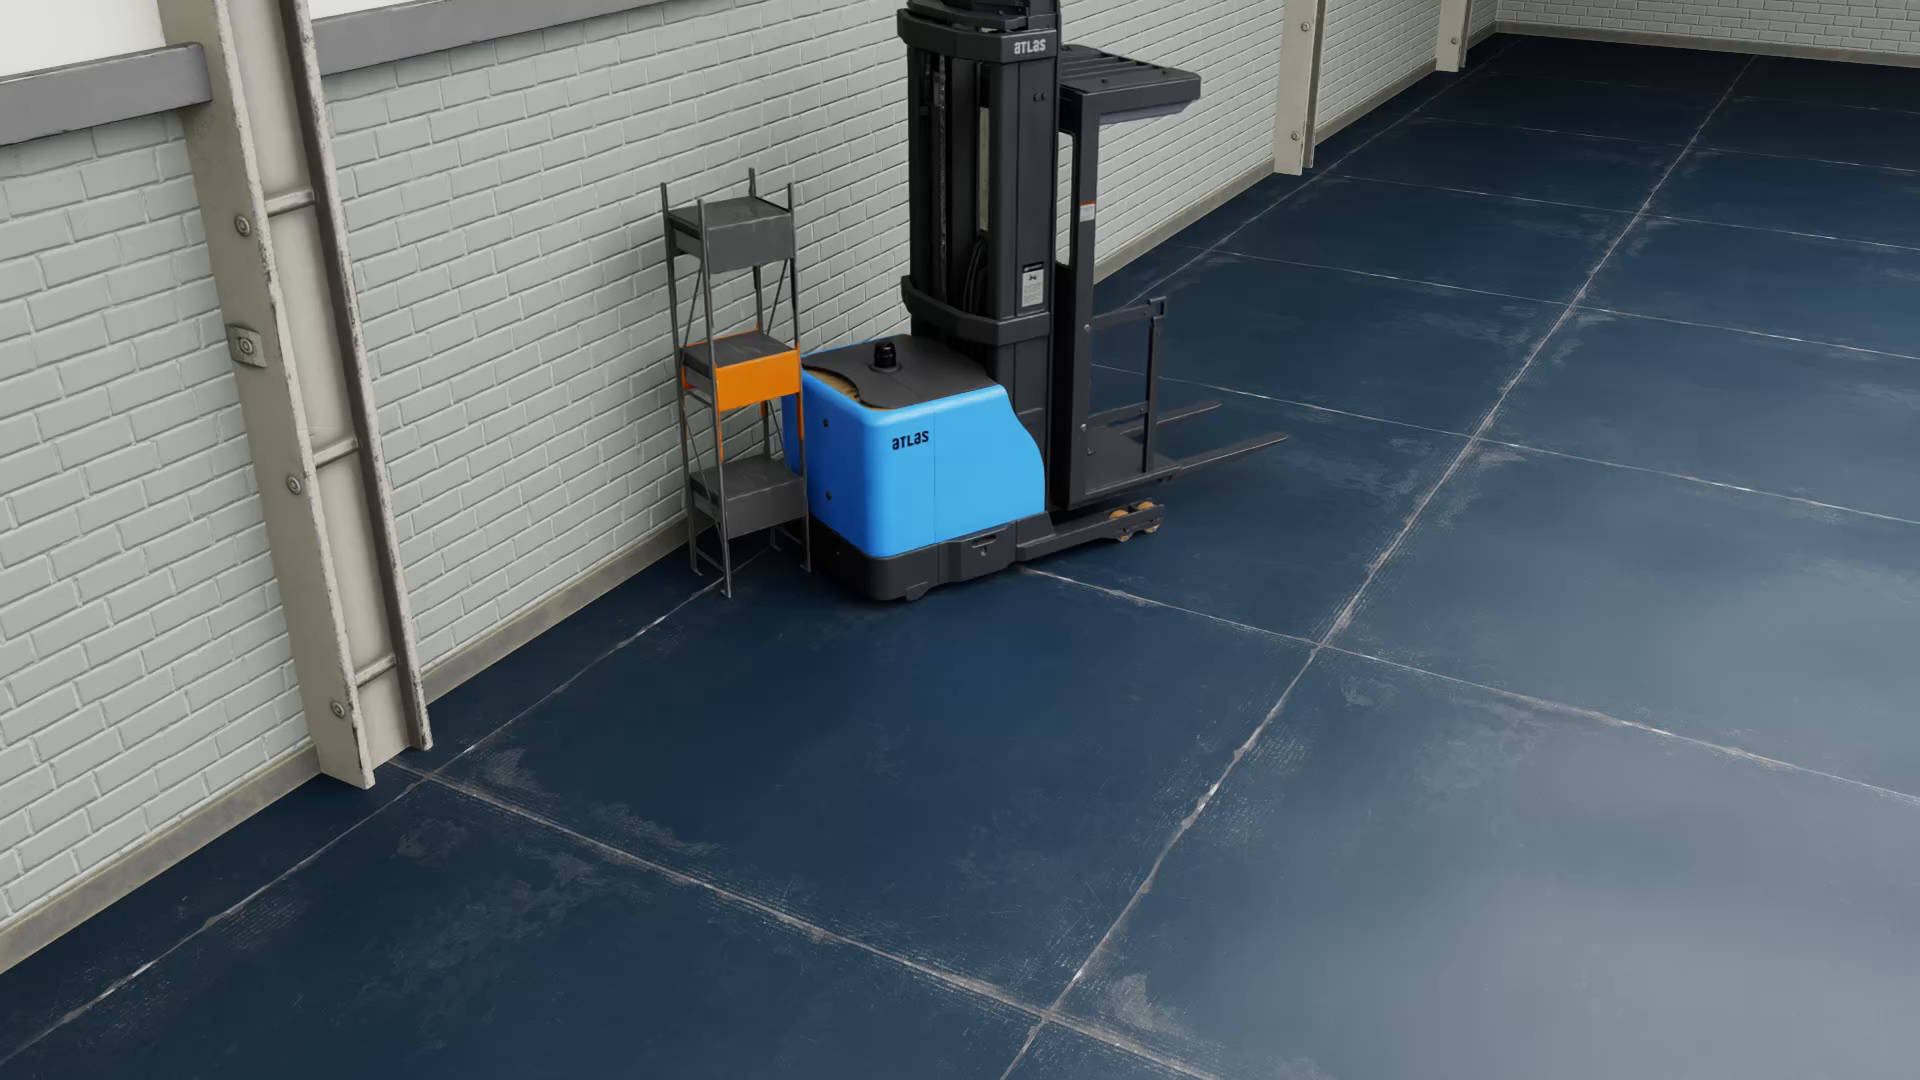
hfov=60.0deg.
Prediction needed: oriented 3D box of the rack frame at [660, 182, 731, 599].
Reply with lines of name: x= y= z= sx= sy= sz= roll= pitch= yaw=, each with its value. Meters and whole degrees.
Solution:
rack frame: x=-1.315 y=-0.708 z=8.317 sx=0.015 sy=2.100 sz=0.400 roll=-18 pitch=32 yaw=-32

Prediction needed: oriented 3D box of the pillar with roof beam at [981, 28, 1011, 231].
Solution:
pillar with roof beam: x=4.121 y=-4.457 z=8.100 sx=9.100 sy=9.000 sz=0.400 roll=14 pitch=30 yaw=26

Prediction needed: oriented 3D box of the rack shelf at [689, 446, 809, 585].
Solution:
rack shelf: x=-1.120 y=-0.134 z=8.766 sx=0.480 sy=0.518 sz=0.431 roll=-18 pitch=32 yaw=-32

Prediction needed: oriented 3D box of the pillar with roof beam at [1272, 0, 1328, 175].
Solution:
pillar with roof beam: x=7.073 y=-6.795 z=12.771 sx=9.100 sy=9.000 sz=0.400 roll=14 pitch=30 yaw=26

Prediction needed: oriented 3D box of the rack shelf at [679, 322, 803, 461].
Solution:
rack shelf: x=-1.119 y=-0.760 z=8.453 sx=0.480 sy=0.518 sz=0.431 roll=-18 pitch=32 yaw=-32

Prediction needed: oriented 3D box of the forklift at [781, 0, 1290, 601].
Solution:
forklift: x=0.544 y=-1.488 z=8.948 sx=3.031 sy=2.935 sz=1.130 roll=-17 pitch=31 yaw=-30

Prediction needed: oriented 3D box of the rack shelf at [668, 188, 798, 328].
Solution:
rack shelf: x=-1.119 y=-1.387 z=8.140 sx=0.480 sy=0.518 sz=0.431 roll=-18 pitch=32 yaw=-32

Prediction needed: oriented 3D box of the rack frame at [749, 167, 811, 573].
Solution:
rack frame: x=-0.924 y=-0.838 z=8.578 sx=0.015 sy=2.100 sz=0.400 roll=-18 pitch=32 yaw=-32

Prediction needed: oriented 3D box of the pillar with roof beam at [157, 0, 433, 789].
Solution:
pillar with roof beam: x=1.170 y=-2.118 z=3.429 sx=9.100 sy=9.000 sz=0.400 roll=14 pitch=30 yaw=26

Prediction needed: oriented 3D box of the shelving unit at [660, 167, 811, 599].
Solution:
shelving unit: x=-1.119 y=-0.773 z=8.447 sx=0.503 sy=2.100 sz=0.431 roll=-18 pitch=32 yaw=-32

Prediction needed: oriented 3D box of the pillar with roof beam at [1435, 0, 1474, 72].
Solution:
pillar with roof beam: x=10.025 y=-9.133 z=17.442 sx=9.100 sy=9.000 sz=0.400 roll=14 pitch=30 yaw=26
